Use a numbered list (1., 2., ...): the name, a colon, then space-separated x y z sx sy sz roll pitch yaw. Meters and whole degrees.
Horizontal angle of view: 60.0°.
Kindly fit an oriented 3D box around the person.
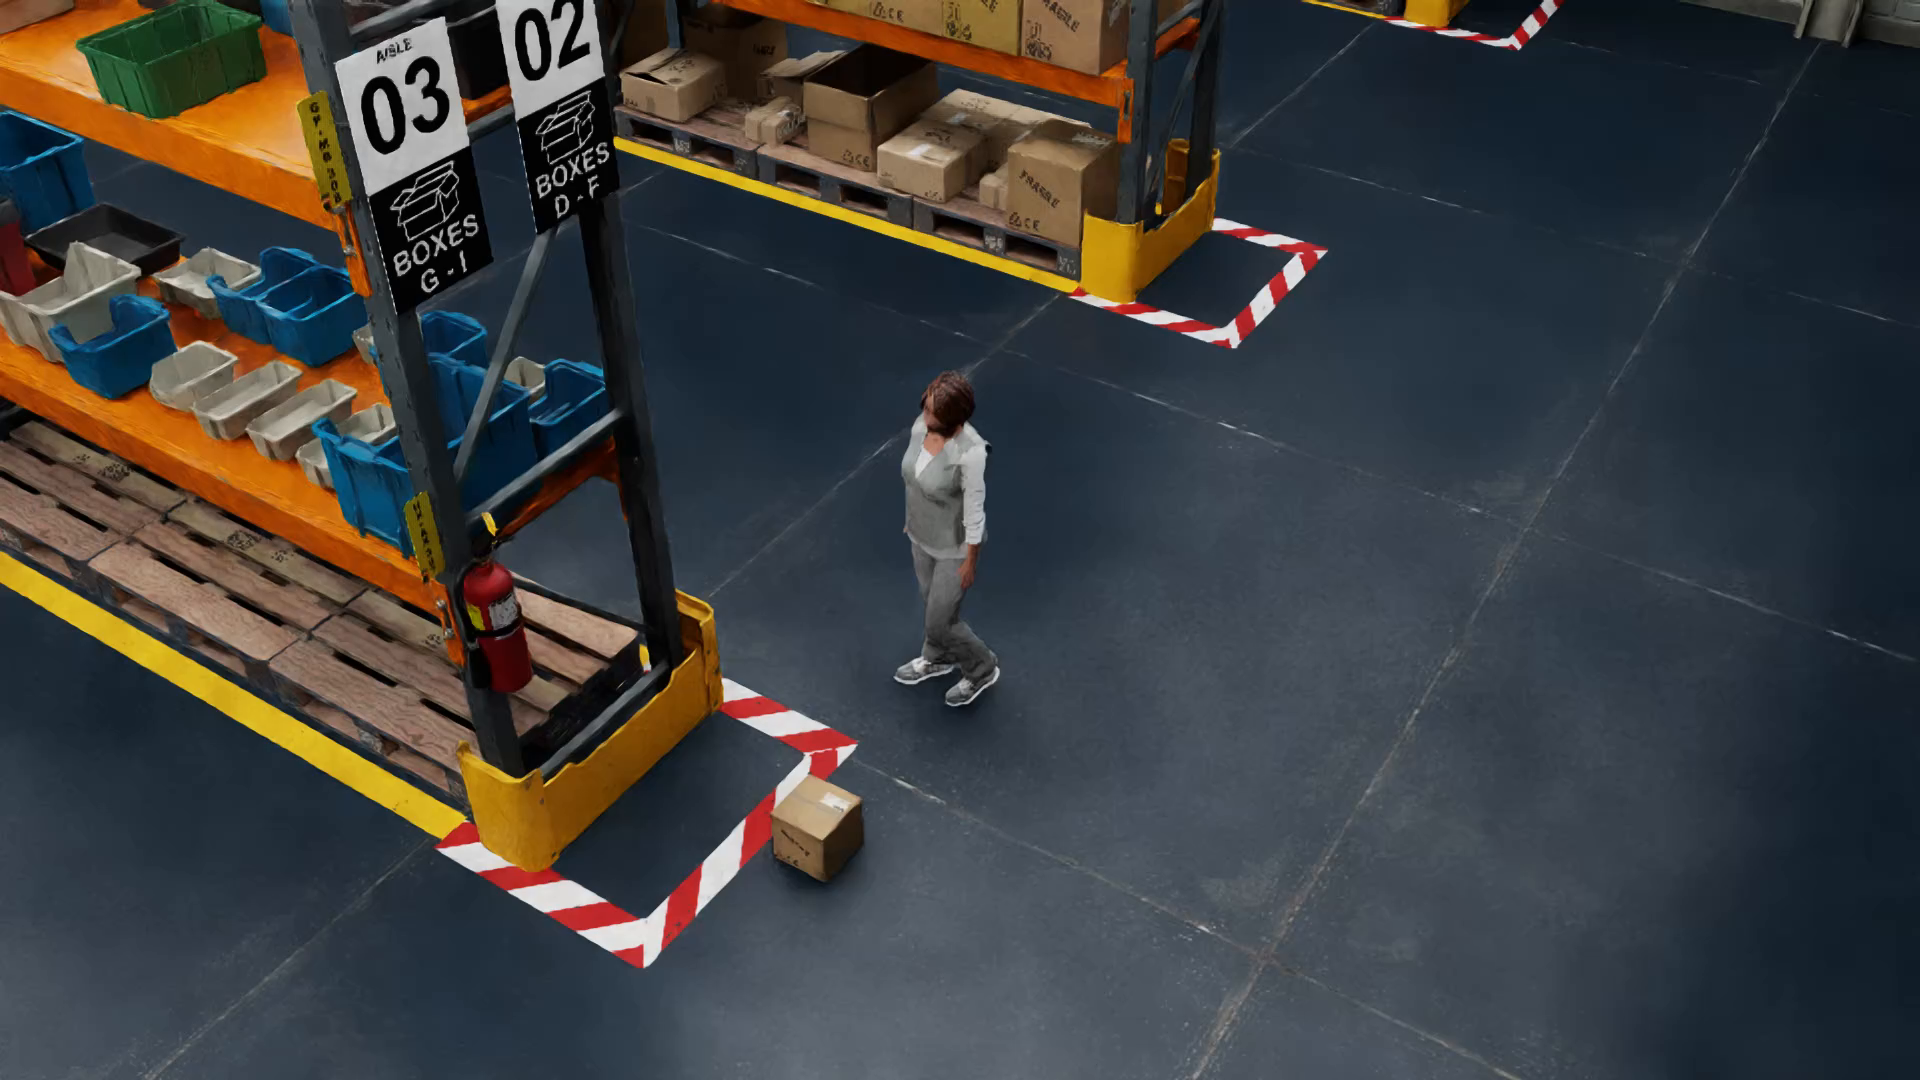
1. person: -0.078 -0.003 6.684 0.347 1.588 0.451 -24 45 -26
